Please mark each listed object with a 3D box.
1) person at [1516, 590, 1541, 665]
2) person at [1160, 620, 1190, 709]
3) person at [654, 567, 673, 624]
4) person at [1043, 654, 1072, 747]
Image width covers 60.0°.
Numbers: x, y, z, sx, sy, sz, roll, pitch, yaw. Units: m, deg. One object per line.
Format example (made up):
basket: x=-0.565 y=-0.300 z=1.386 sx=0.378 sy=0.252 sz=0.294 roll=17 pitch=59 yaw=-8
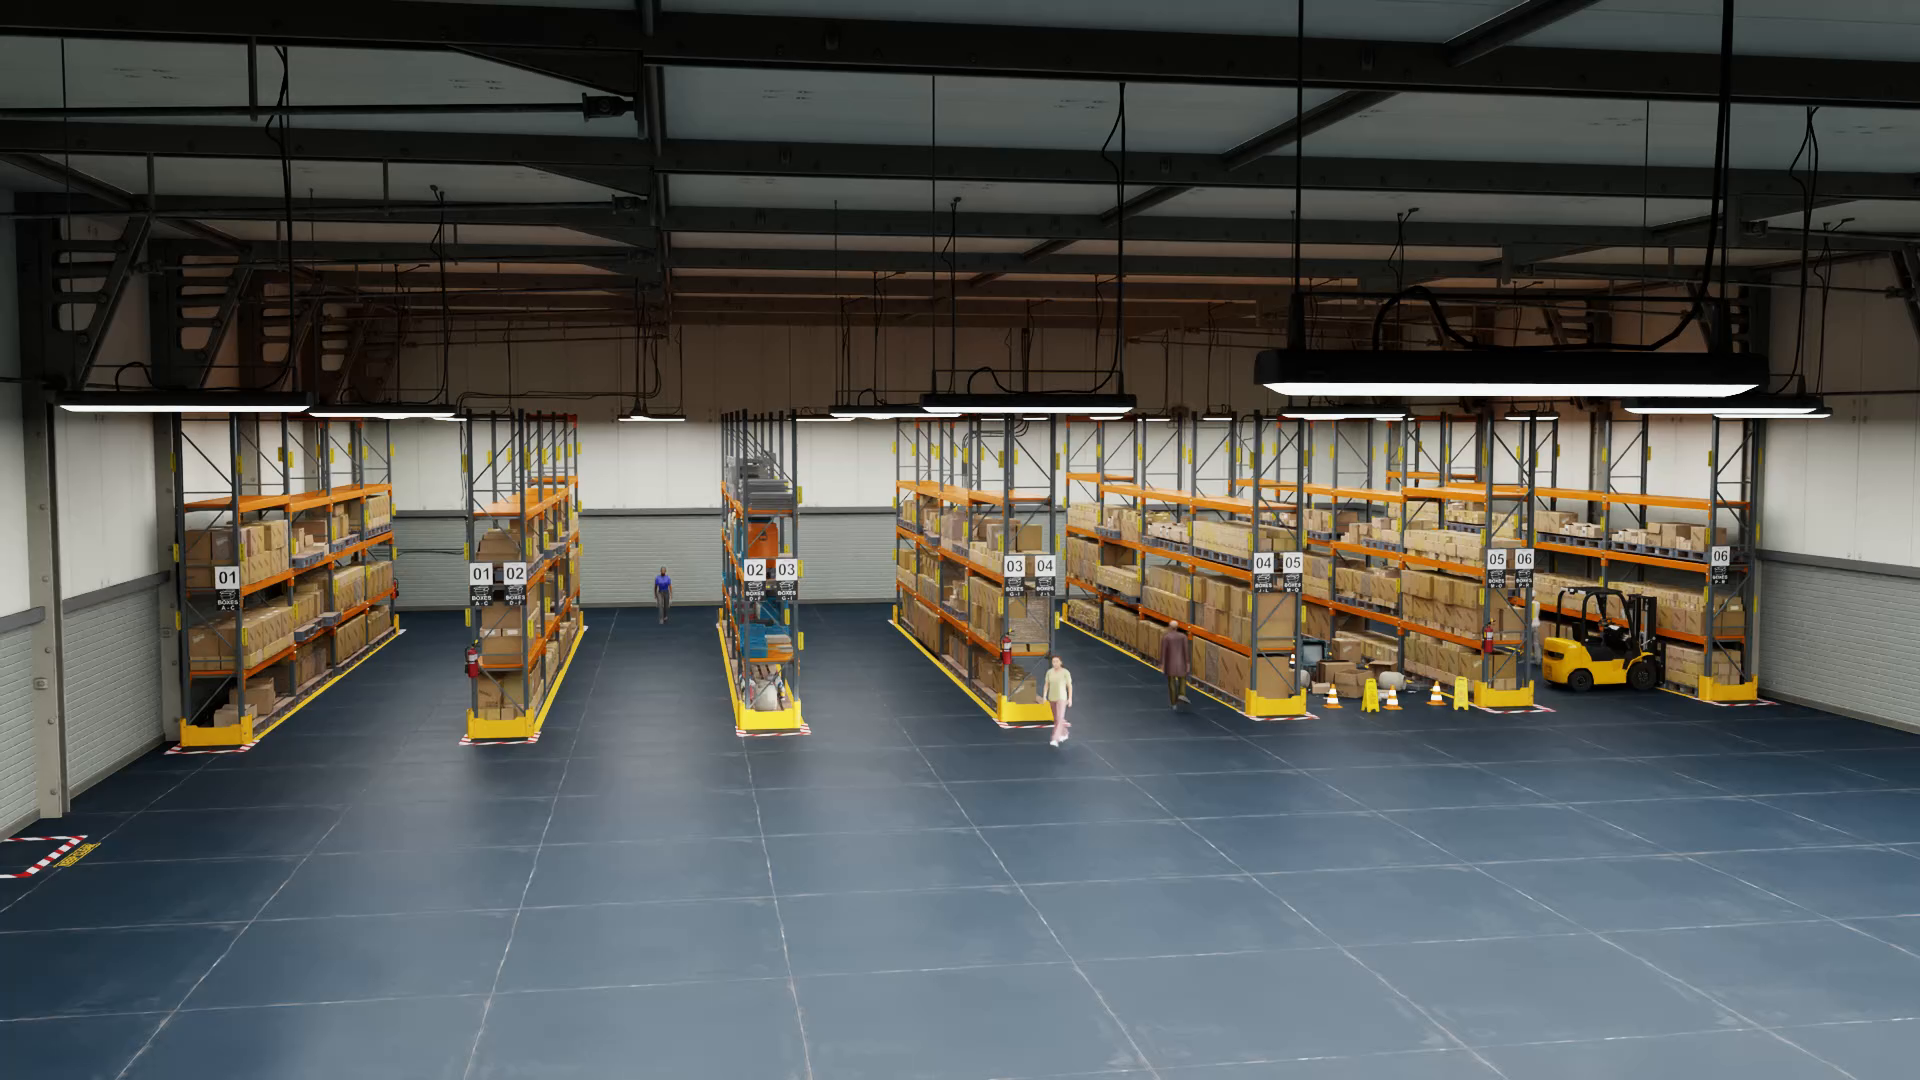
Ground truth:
person: x=13.627 y=2.092 z=39.579 sx=0.530 sy=1.817 sz=0.556 roll=-2 pitch=4 yaw=-23
person: x=4.324 y=2.500 z=33.433 sx=0.616 sy=1.770 sz=0.571 roll=0 pitch=4 yaw=0
person: x=-8.528 y=1.580 z=47.814 sx=0.513 sy=1.580 sz=1.012 roll=-1 pitch=4 yaw=-12
person: x=1.709 y=2.834 z=29.517 sx=0.483 sy=1.611 sz=1.063 roll=3 pitch=5 yaw=33
